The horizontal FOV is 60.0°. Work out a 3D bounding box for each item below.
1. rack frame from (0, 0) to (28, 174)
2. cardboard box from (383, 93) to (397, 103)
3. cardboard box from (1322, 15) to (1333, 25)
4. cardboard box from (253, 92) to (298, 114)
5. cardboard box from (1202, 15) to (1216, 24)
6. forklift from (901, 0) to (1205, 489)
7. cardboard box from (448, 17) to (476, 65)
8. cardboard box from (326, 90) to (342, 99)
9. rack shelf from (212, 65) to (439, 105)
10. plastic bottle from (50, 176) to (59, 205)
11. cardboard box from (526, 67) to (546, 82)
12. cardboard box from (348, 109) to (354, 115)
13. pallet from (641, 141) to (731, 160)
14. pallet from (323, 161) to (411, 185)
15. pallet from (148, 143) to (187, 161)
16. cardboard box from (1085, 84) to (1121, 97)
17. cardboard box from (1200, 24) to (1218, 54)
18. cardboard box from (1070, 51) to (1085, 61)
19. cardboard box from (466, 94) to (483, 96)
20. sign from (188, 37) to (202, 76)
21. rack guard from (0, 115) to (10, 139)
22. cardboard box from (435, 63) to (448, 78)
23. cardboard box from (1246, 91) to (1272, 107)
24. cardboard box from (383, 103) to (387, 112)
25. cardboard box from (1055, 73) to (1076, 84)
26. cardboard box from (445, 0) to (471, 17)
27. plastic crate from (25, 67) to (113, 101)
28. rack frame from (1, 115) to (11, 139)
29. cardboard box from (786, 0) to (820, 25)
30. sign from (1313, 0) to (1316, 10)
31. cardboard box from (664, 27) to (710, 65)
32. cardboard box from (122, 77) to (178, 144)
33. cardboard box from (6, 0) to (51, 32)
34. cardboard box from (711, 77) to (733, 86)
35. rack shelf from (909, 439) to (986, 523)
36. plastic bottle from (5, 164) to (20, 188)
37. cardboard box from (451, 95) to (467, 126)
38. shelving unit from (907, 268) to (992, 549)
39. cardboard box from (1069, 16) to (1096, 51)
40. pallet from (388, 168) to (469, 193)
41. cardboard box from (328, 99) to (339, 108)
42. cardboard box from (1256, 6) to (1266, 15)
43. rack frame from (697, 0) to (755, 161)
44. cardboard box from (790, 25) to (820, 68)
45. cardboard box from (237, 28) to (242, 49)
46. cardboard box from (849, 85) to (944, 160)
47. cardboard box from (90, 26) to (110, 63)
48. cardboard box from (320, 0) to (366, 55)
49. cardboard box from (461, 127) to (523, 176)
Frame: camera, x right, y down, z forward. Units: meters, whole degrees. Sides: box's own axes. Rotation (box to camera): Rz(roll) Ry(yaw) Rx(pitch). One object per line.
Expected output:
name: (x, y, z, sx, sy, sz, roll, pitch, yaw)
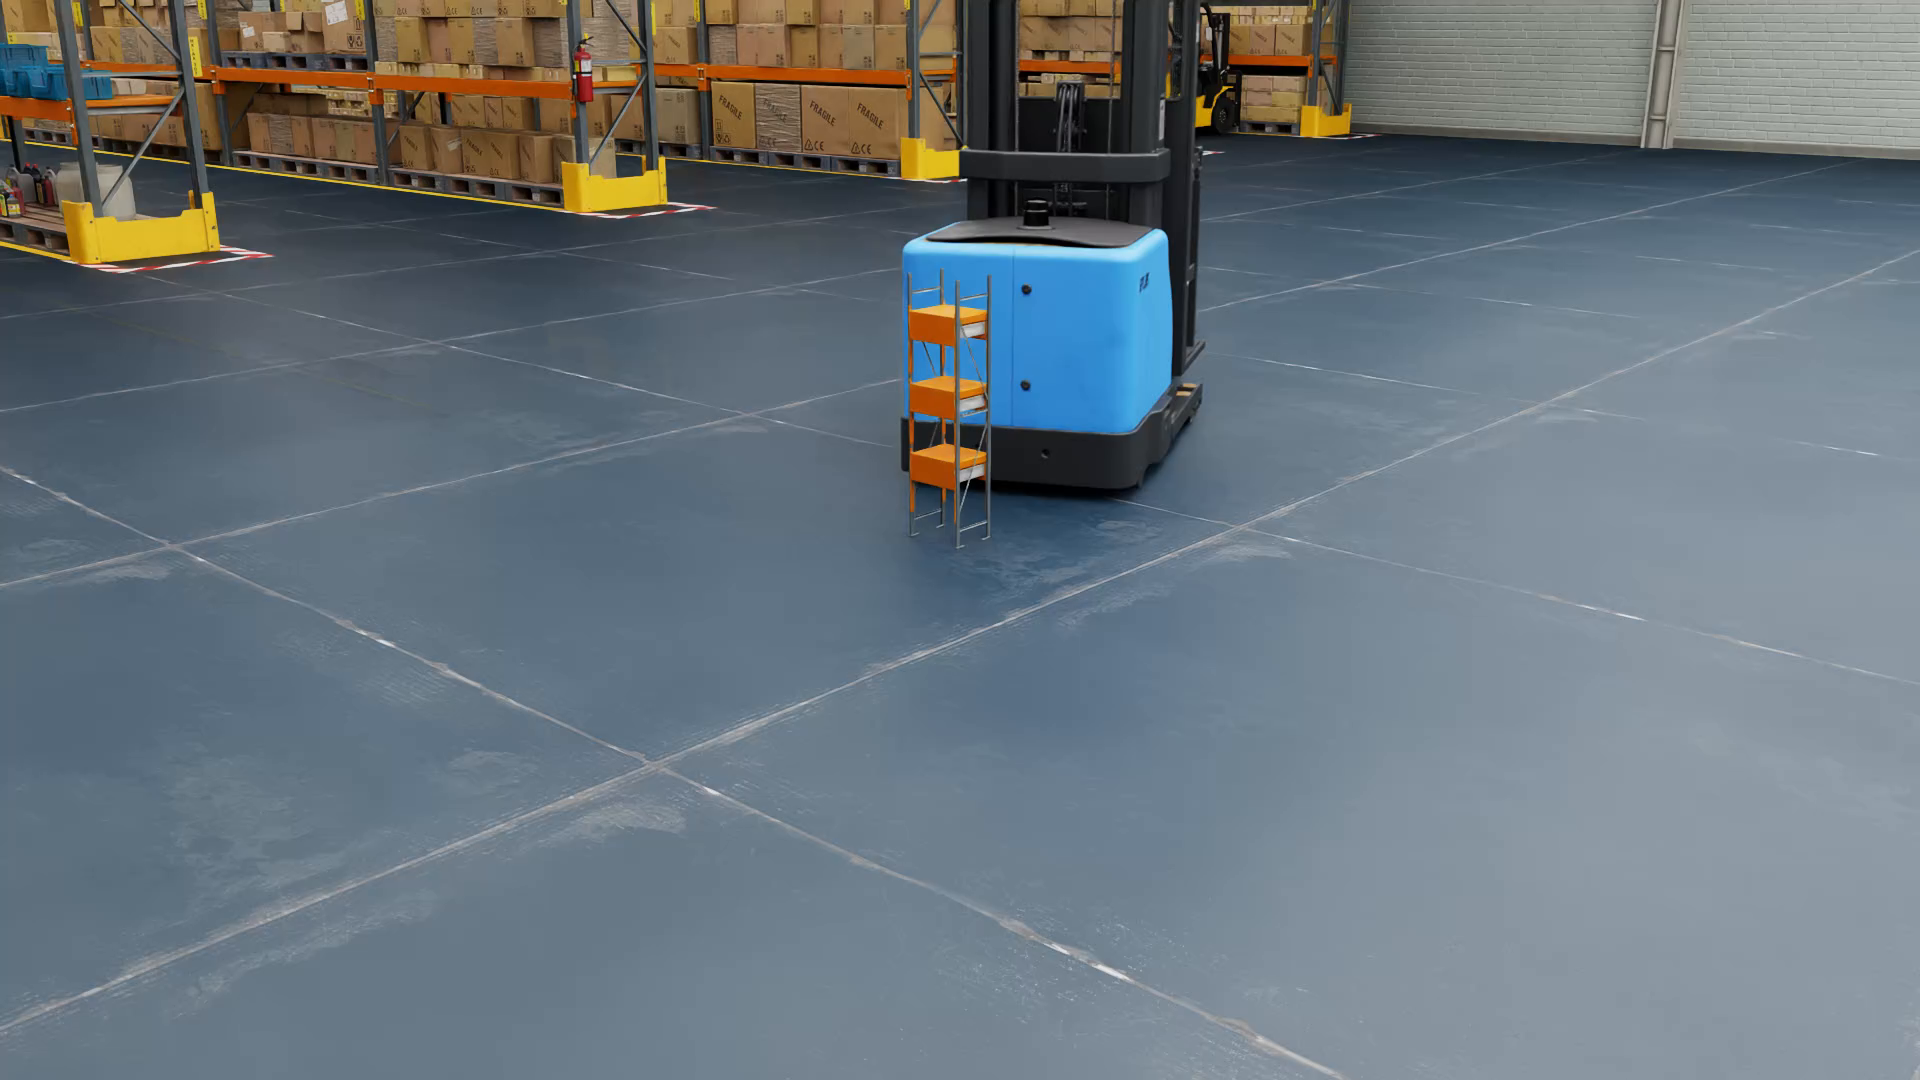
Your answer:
rack frame: (-9.920, -4.687, 16.422, 0.127, 3.000, 1.000, 15, 23, 39)
cardboard box: (-9.905, -7.696, 28.937, 0.250, 0.149, 0.380, 15, 23, 40)
cardboard box: (6.147, -8.854, 28.315, 0.250, 0.149, 0.380, 14, 23, 38)
cardboard box: (-9.103, -5.859, 22.280, 0.500, 0.250, 0.500, 16, 24, 41)
cardboard box: (4.444, -9.092, 29.064, 0.250, 0.149, 0.380, 14, 23, 38)
forklift: (0.640, -2.020, 8.130, 1.130, 2.935, 3.031, 5, 18, 15)
cardboard box: (-5.199, -5.597, 18.633, 0.500, 0.500, 0.875, 15, 23, 39)
cardboard box: (-11.243, -8.065, 30.102, 0.250, 0.149, 0.380, 16, 24, 41)
rack shelf: (-8.129, -5.867, 21.327, 4.000, 0.370, 1.077, 15, 23, 39)
plastic bottle: (-8.743, -3.398, 16.134, 0.135, 0.276, 0.152, 16, 23, 40)
cardboard box: (-4.399, -4.984, 17.774, 0.250, 0.149, 0.380, 15, 23, 39)
cardboard box: (-10.692, -7.634, 29.727, 0.250, 0.149, 0.380, 16, 23, 40)
pallet: (-3.892, -5.718, 24.281, 1.213, 0.211, 1.003, 15, 23, 39)
pallet: (-7.216, -4.635, 20.867, 1.213, 0.211, 1.003, 15, 23, 39)
pallet: (-11.072, -5.702, 24.230, 1.213, 0.211, 1.003, 15, 23, 39)
cardboard box: (2.165, -6.596, 25.047, 0.500, 0.500, 0.500, 15, 23, 40)
cardboard box: (4.538, -8.765, 29.106, 0.500, 0.500, 0.500, 15, 23, 40)
cardboard box: (1.862, -7.281, 25.009, 0.250, 0.149, 0.380, 16, 23, 40)
cardboard box: (-7.697, -7.362, 27.047, 0.500, 0.250, 0.500, 16, 23, 41)
sign: (-6.560, -4.140, 14.239, 0.005, 0.325, 0.100, 15, 23, 39)
rack guard: (-15.626, -7.031, 27.939, 0.348, 0.500, 1.175, 15, 23, 39)
cardboard box: (-5.720, -5.331, 18.867, 0.250, 0.149, 0.380, 15, 23, 39)
cardboard box: (5.289, -7.629, 28.715, 0.500, 0.250, 0.500, 15, 23, 39)
cardboard box: (-9.906, -7.542, 28.944, 0.250, 0.149, 0.380, 14, 22, 37)
cardboard box: (1.660, -7.015, 25.295, 0.250, 0.149, 0.380, 16, 23, 40)
cardboard box: (-5.335, -6.028, 18.336, 0.500, 0.500, 0.500, 15, 23, 39)
plastic crate: (-7.501, -3.846, 14.017, 0.616, 0.251, 0.499, 15, 23, 39)
rack frame: (-15.608, -8.217, 27.545, 0.127, 3.000, 1.000, 15, 23, 39)
cardboard box: (-1.809, -7.086, 21.947, 0.500, 0.550, 0.875, 15, 23, 39)
sign: (5.858, -8.915, 27.439, 0.005, 0.325, 0.100, 15, 23, 39)
cardboard box: (-3.833, -7.002, 23.550, 0.500, 0.500, 0.500, 15, 23, 39)
cardboard box: (-11.455, -6.298, 24.317, 0.875, 0.875, 1.225, 14, 22, 37)
cardboard box: (-14.663, -8.284, 26.274, 0.500, 0.500, 0.500, 14, 23, 38)
cardboard box: (-4.172, -8.378, 30.870, 0.875, 0.875, 0.875, 15, 23, 40)
rack shelf: (-0.040, -0.236, 6.574, 0.240, 0.259, 0.215, 15, 23, 39)
plastic bottle: (-9.343, -3.538, 16.452, 0.185, 0.351, 0.144, 15, 23, 39)
cardboard box: (-8.074, -7.108, 27.489, 0.500, 0.500, 0.500, 16, 23, 40)
shelving unit: (-0.040, -0.511, 6.487, 0.252, 1.050, 0.215, 15, 23, 39)
cardboard box: (1.977, -7.584, 24.894, 0.500, 0.500, 0.500, 15, 23, 39)
pallet: (-6.107, -4.352, 19.975, 1.213, 0.211, 1.003, 15, 23, 39)
cardboard box: (-11.228, -7.934, 30.180, 0.250, 0.149, 0.380, 14, 22, 37)
cardboard box: (5.266, -9.049, 28.437, 0.250, 0.149, 0.380, 15, 23, 40)
rack frame: (-3.265, -6.910, 23.425, 0.127, 3.000, 1.000, 15, 23, 39)
cardboard box: (-1.766, -6.586, 22.156, 0.500, 0.550, 0.875, 15, 23, 39)
cardboard box: (-9.807, -6.818, 22.970, 0.500, 0.500, 0.500, 16, 24, 41)
cardboard box: (-0.824, -5.415, 21.534, 0.875, 0.875, 0.875, 15, 23, 40)
cardboard box: (-12.438, -7.313, 24.530, 0.500, 0.500, 0.500, 15, 23, 39)
cardboard box: (-7.134, -6.485, 20.401, 1.000, 1.000, 1.000, 15, 23, 40)
cardboard box: (-5.410, -4.507, 19.292, 0.500, 0.500, 0.500, 13, 22, 34)
